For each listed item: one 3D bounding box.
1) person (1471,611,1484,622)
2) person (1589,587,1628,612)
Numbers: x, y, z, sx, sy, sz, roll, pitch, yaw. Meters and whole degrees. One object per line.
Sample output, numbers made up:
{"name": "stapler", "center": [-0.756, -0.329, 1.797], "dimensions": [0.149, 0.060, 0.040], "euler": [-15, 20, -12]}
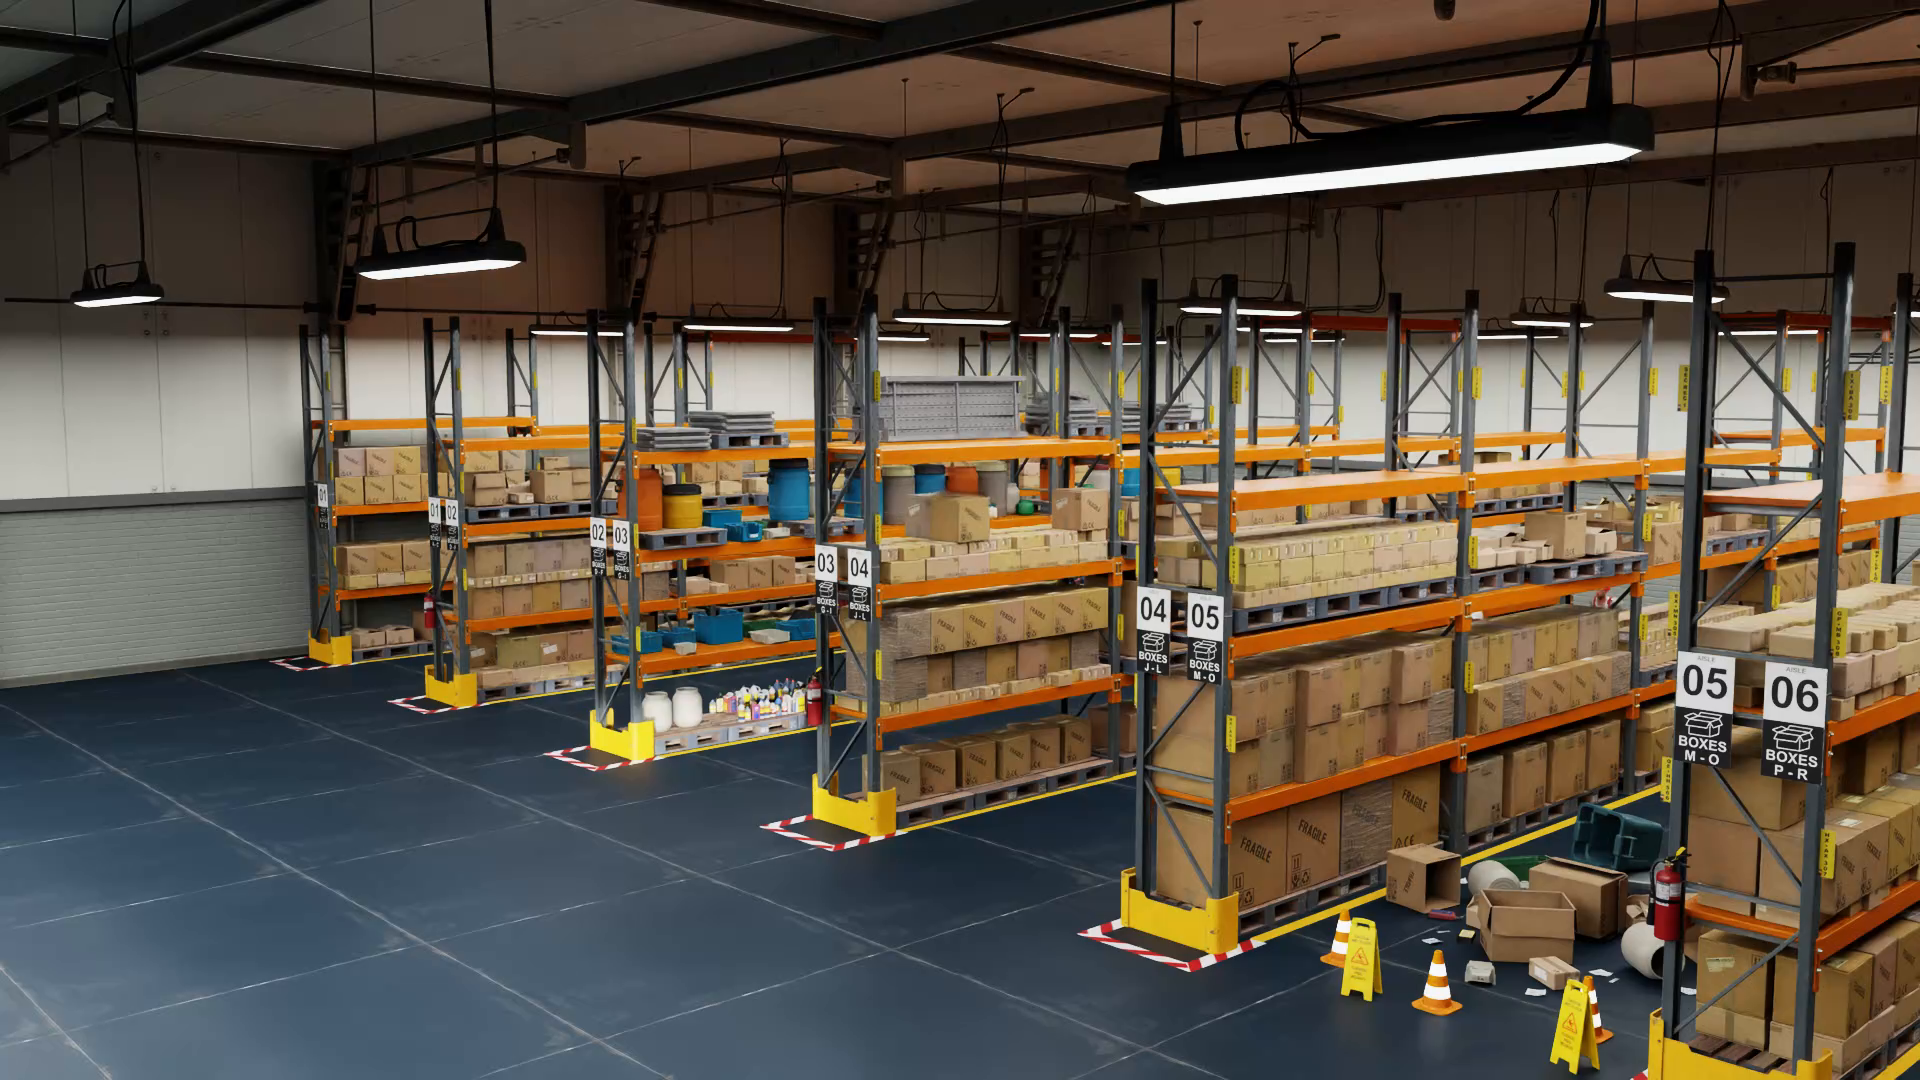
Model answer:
{"name": "person", "center": [7.435, 1.868, 24.165], "dimensions": [0.635, 1.714, 1.093], "euler": [5, 8, 43]}
{"name": "person", "center": [10.816, 1.527, 27.816], "dimensions": [0.641, 1.682, 0.684], "euler": [-4, 7, -34]}
